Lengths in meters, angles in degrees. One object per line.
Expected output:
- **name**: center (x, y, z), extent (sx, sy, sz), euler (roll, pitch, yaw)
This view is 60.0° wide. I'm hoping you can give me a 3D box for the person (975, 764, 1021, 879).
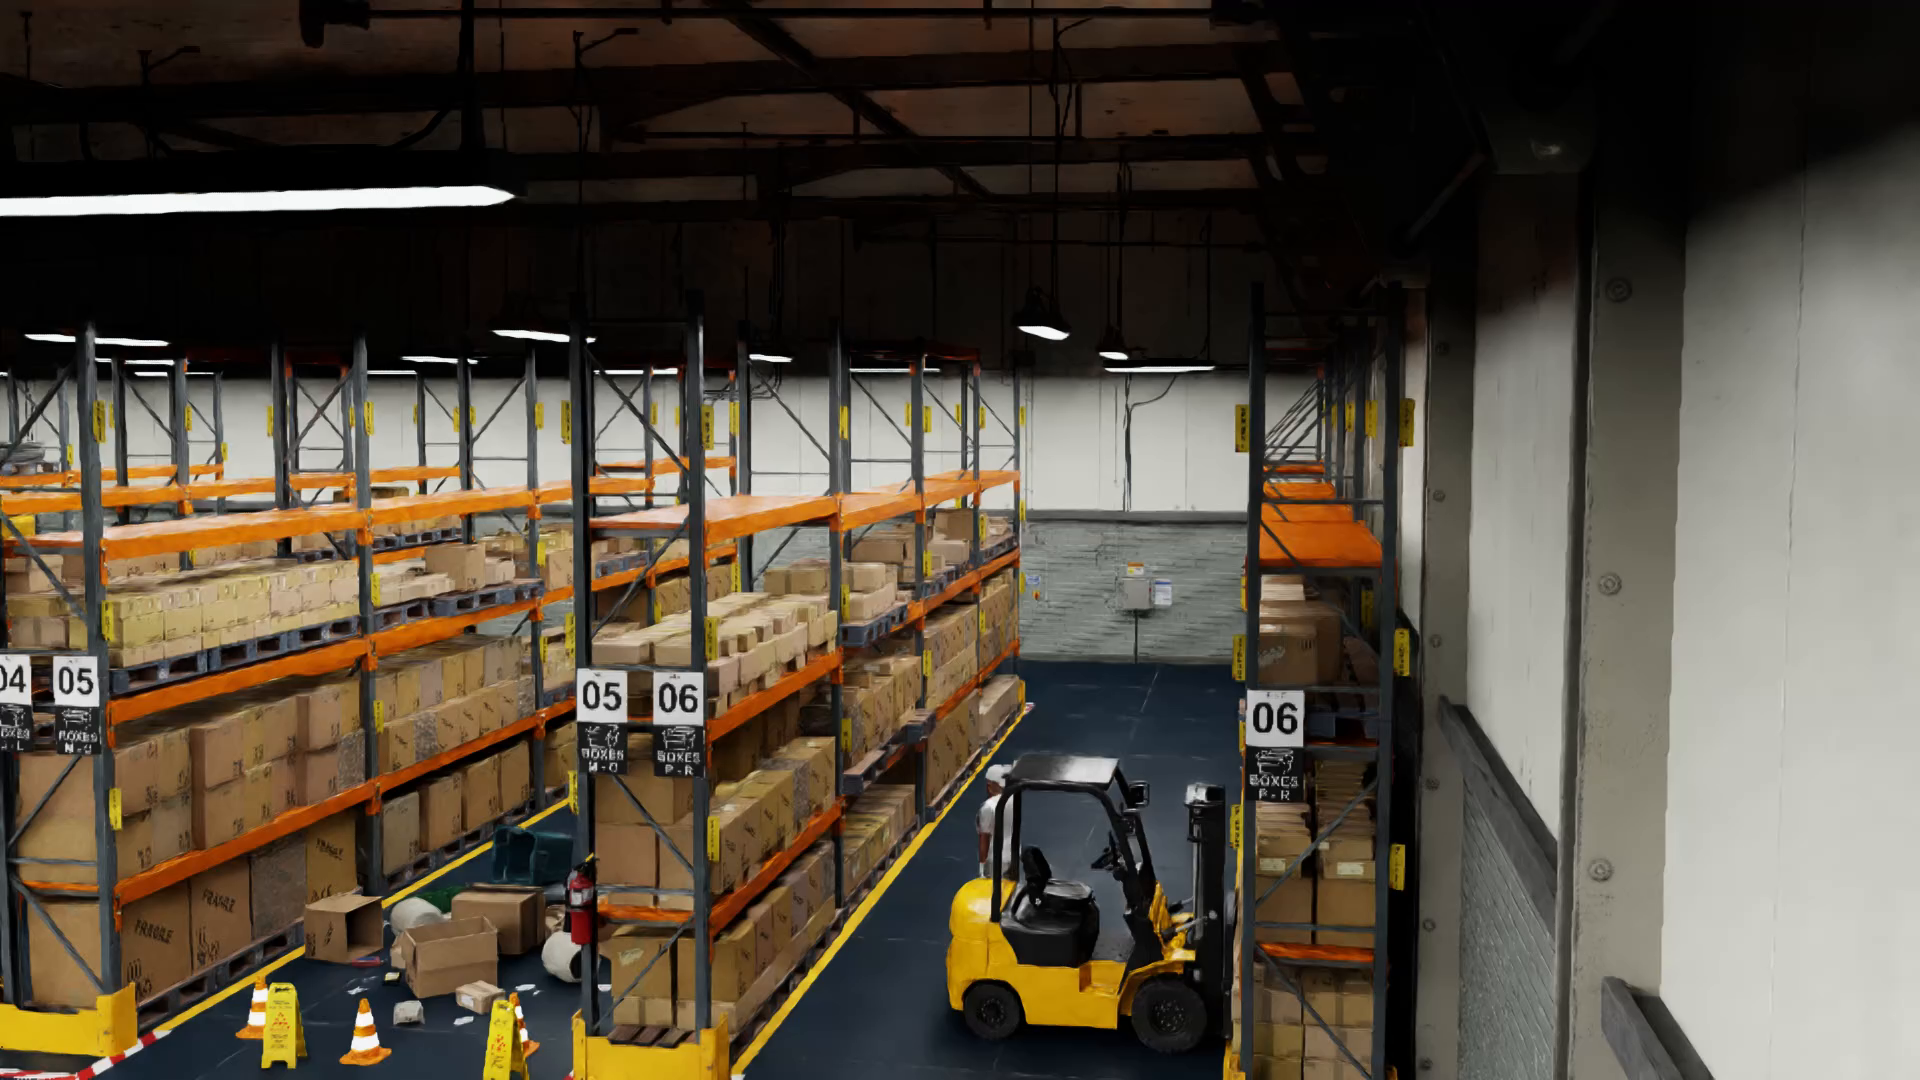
- **person**: center (0.298, 2.997, 15.686), extent (0.505, 1.787, 0.618), euler (3, 6, 34)
